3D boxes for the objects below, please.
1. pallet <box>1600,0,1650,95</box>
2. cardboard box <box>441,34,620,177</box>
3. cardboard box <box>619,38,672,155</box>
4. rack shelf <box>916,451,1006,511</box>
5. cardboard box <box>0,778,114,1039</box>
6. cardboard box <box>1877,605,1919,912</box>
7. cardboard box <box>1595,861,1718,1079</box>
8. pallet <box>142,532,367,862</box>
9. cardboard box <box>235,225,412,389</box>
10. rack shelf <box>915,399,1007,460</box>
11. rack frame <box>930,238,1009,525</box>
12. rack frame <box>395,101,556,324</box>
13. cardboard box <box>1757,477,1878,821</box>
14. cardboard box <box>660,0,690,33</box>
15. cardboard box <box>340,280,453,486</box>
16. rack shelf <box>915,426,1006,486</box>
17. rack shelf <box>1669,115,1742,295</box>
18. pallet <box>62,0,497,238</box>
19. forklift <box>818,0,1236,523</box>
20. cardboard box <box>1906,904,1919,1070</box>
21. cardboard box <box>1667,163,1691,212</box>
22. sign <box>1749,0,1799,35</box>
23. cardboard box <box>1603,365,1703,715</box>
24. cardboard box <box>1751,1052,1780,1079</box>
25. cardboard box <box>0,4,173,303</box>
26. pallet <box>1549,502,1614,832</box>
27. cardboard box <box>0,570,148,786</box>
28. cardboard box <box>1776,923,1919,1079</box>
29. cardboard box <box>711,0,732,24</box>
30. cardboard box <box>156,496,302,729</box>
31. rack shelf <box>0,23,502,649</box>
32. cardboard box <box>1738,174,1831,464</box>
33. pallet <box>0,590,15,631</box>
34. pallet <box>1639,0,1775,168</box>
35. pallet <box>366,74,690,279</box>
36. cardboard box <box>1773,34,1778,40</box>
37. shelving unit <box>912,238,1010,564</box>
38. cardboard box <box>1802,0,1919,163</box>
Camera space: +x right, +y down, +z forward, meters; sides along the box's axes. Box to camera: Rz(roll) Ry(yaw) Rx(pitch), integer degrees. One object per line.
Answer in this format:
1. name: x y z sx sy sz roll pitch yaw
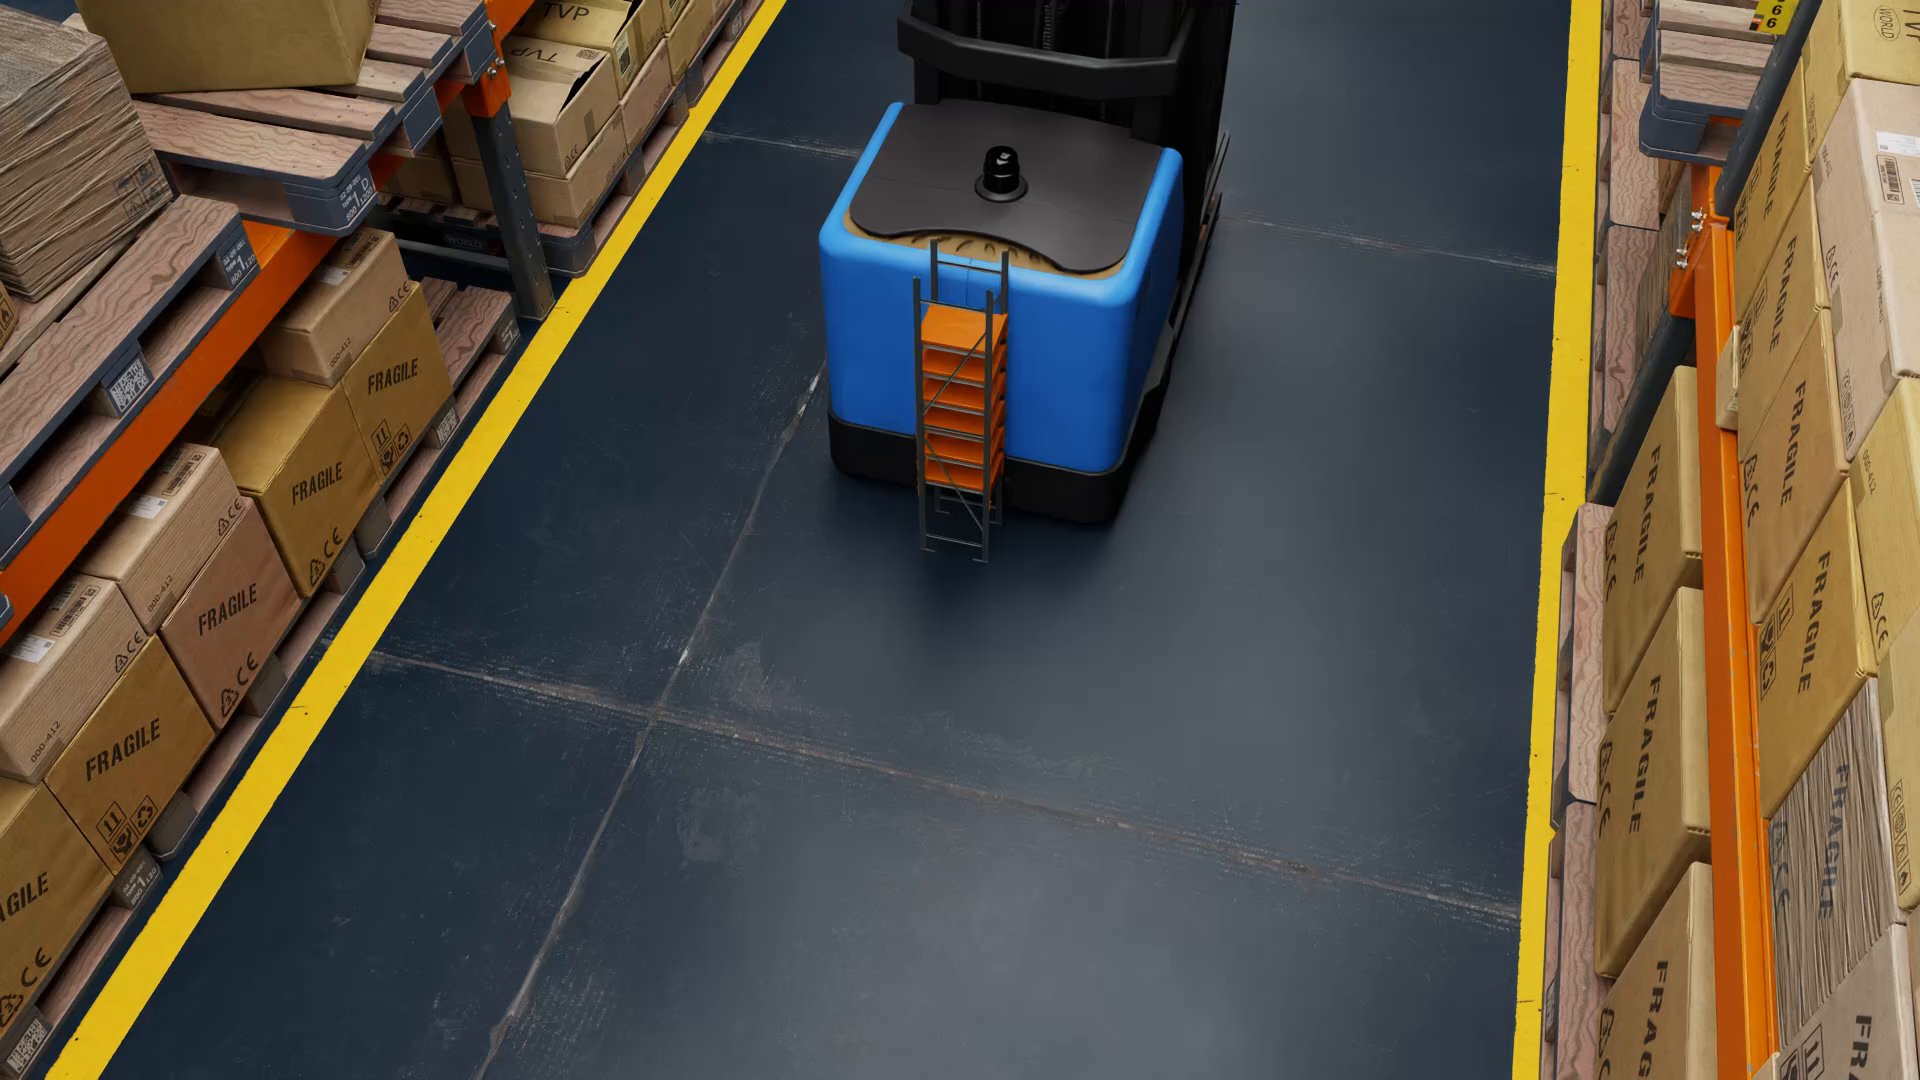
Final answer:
1. pallet: 3.534 -2.414 7.740 1.003 0.211 1.213 12 50 10
2. cardboard box: -1.674 -1.717 6.445 0.500 0.311 0.500 13 50 11
3. cardboard box: -1.542 -1.896 6.976 0.500 0.250 0.500 10 49 9
4. rack shelf: 0.004 -0.219 5.523 0.258 0.103 0.180 12 50 10
5. cardboard box: -2.656 0.903 4.326 0.500 0.500 0.500 12 50 11
6. cardboard box: 1.787 0.375 2.640 0.500 0.250 0.500 12 50 11
7. cardboard box: 1.909 1.319 3.739 0.750 0.750 0.750 13 50 11
8. pallet: -2.651 0.353 5.298 1.003 0.211 1.213 12 50 10
9. cardboard box: -2.125 -0.784 5.315 0.500 0.250 0.500 13 50 11
10. rack shelf: 0.004 -0.378 5.343 0.258 0.103 0.180 12 50 10
11. rack frame: 0.028 -0.474 5.368 0.240 1.200 0.006 12 50 10
12. rack frame: -2.095 -1.982 5.499 1.000 3.000 0.127 12 50 10
13. cardboard box: 1.902 0.269 3.233 0.500 0.500 0.500 13 50 11
14. cardboard box: -1.407 -2.468 7.107 0.500 0.311 0.500 10 49 9
15. cardboard box: -2.115 -0.578 5.633 0.500 0.500 0.500 13 50 12
16. rack shelf: 0.004 -0.299 5.433 0.258 0.103 0.180 12 50 10
17. rack shelf: 3.212 -2.216 6.185 1.077 0.370 4.000 12 50 10
18. pallet: -2.206 -1.414 5.126 1.213 0.211 1.003 12 50 10
19. forklift: 0.443 -2.159 5.701 1.130 2.935 3.031 12 50 11
20. cardboard box: 1.652 0.744 2.314 0.500 0.250 0.500 13 50 11
21. cardboard box: 3.072 -1.206 6.188 0.700 0.500 0.500 11 50 10
22. sign: 2.159 -1.464 4.322 0.100 0.325 0.005 12 50 10
23. cardboard box: 2.365 0.071 4.840 0.750 0.750 0.750 11 49 10
24. cardboard box: 1.616 1.094 2.938 0.380 0.149 0.250 12 50 10
25. cardboard box: -2.577 -1.052 4.331 0.700 0.500 0.500 20 52 17
26. pallet: 2.405 0.471 5.194 1.003 0.211 1.213 12 50 10
27. cardboard box: -2.522 0.320 4.341 0.500 0.250 0.500 12 50 10
28. cardboard box: 1.635 0.993 2.594 0.500 0.500 0.500 12 50 10
29. cardboard box: -1.276 -2.644 7.636 0.500 0.250 0.500 12 50 11
30. cardboard box: -2.383 0.178 4.966 0.500 0.500 0.500 10 49 9
31. rack shelf: -2.621 -0.297 4.492 1.077 0.370 4.000 12 50 10
32. cardboard box: 2.164 -0.467 3.883 0.500 0.500 0.500 13 50 11
33. pallet: -2.832 0.418 3.508 1.003 0.211 1.213 12 50 10
34. pallet: 2.770 -1.480 5.184 1.213 0.211 1.003 12 50 10
35. pallet: -1.841 -1.647 7.063 1.003 0.211 1.213 12 50 10
36. cardboard box: 2.799 -1.528 4.738 0.700 0.500 0.500 6 49 6
37. shelving unit: 0.004 -0.408 5.309 0.258 1.200 0.189 12 50 10
38. cardboard box: 2.309 -1.095 3.937 0.500 0.250 0.500 13 50 11
